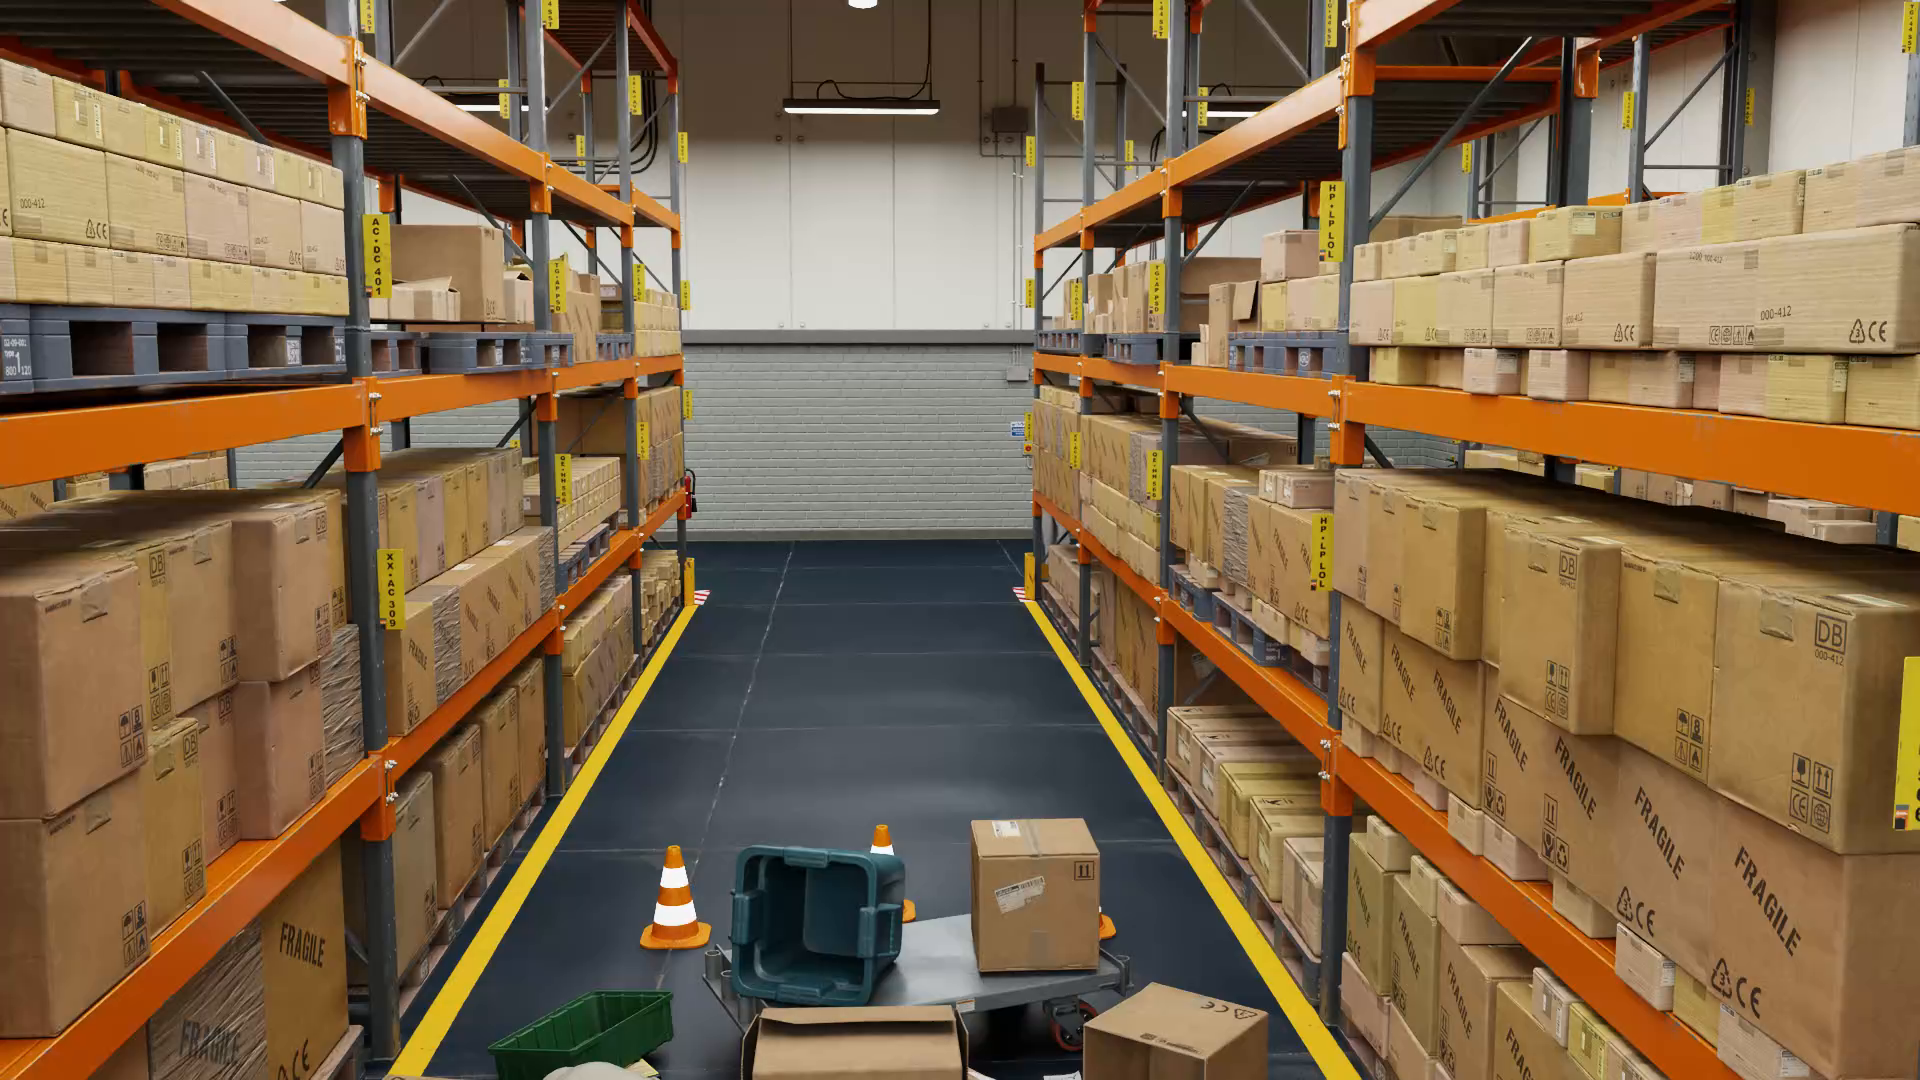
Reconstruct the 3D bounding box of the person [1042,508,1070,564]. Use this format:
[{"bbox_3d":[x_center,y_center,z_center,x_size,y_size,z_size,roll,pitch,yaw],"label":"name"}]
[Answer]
[{"bbox_3d":[1.155,-0.345,20.450,0.465,1.683,0.385,3,7,21],"label":"person"}]
